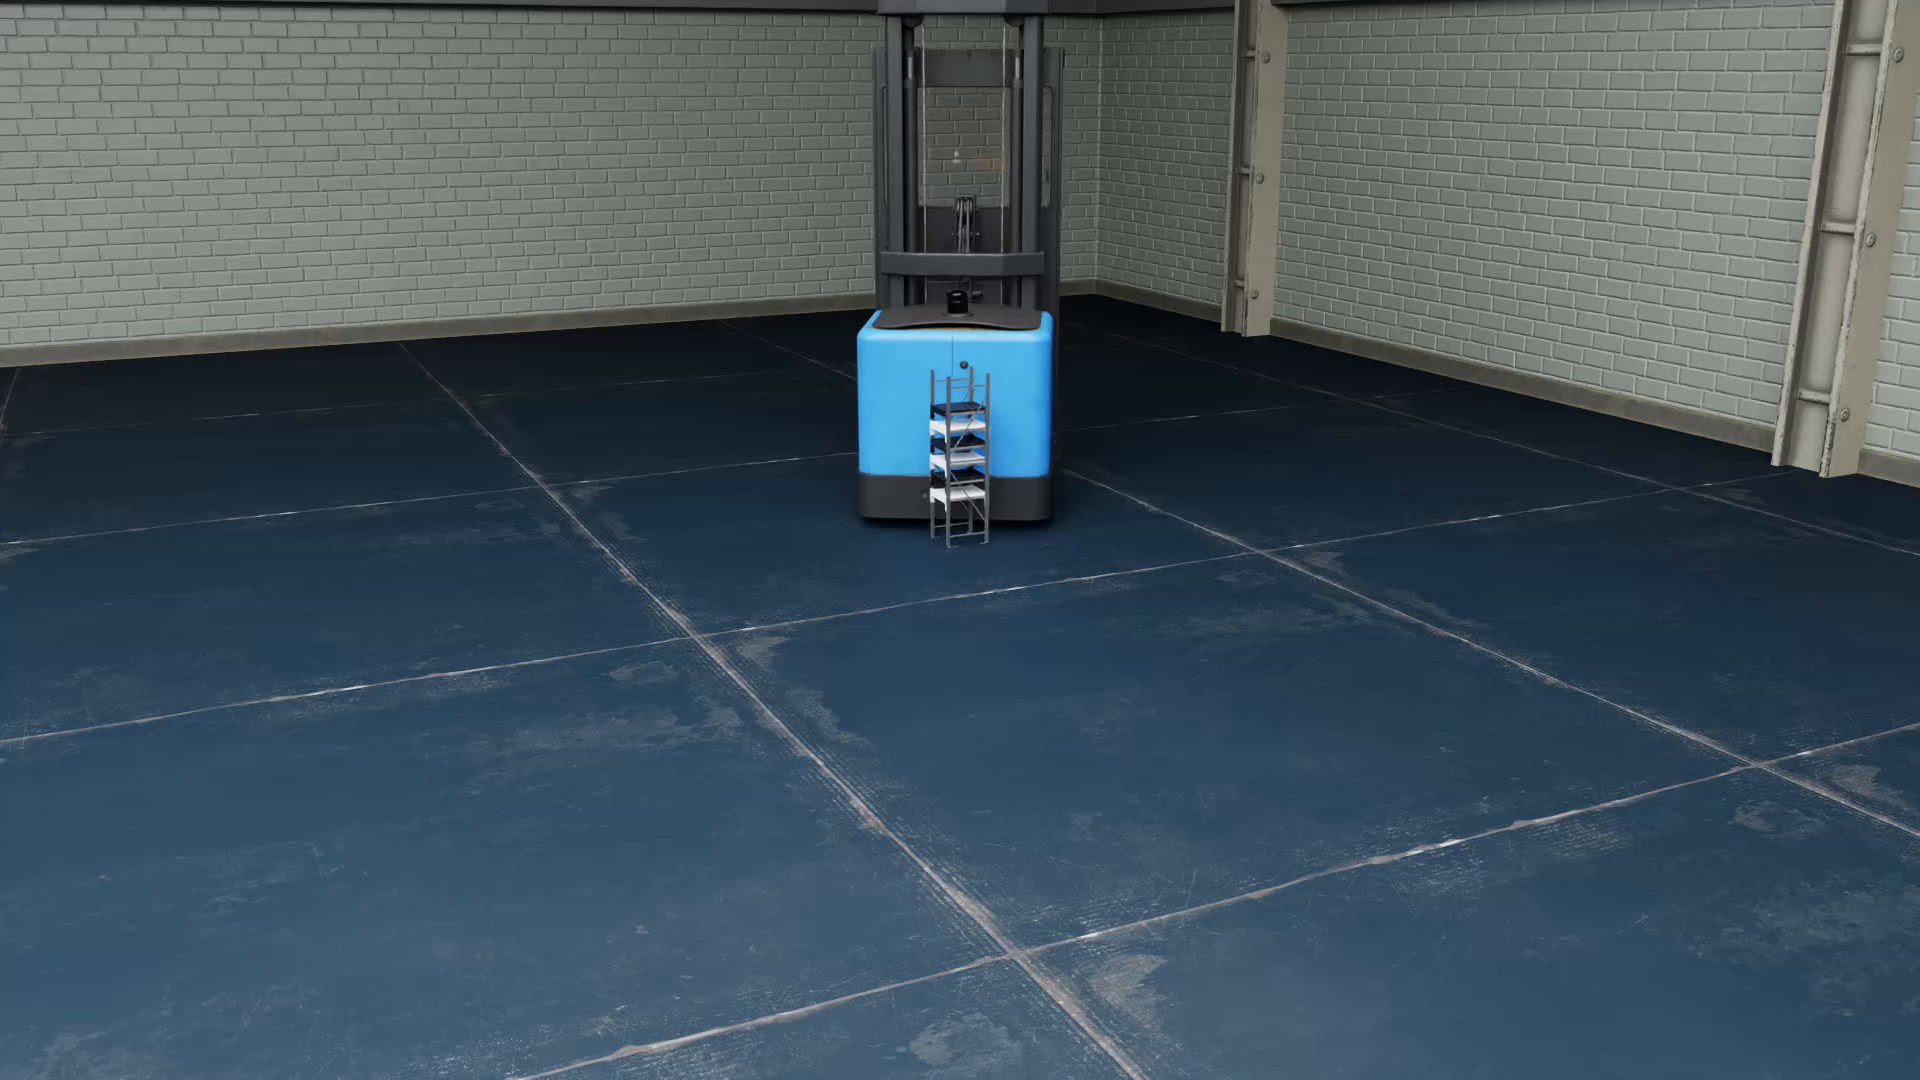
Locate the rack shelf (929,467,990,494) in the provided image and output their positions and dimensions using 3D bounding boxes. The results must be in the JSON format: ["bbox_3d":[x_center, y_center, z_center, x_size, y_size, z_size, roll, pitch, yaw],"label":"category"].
[{"bbox_3d":[-0.002,-0.309,8.640,0.258,0.077,0.200,-7,17,-23],"label":"rack shelf"}]

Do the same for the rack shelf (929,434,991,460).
[{"bbox_3d":[-0.001,-0.482,8.591,0.258,0.077,0.200,-7,17,-23],"label":"rack shelf"}]

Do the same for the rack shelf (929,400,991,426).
[{"bbox_3d":[-0.001,-0.655,8.542,0.258,0.077,0.200,-7,17,-23],"label":"rack shelf"}]

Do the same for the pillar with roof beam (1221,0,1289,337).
[{"bbox_3d":[-1.205,-5.737,12.427,9.100,9.000,0.400,-8,18,-25],"label":"pillar with roof beam"}]

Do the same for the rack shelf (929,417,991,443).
[{"bbox_3d":[-0.001,-0.568,8.566,0.258,0.077,0.200,-7,17,-23],"label":"rack shelf"}]

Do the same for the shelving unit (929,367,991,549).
[{"bbox_3d":[-0.002,-0.427,8.607,0.258,0.900,0.210,-7,17,-23],"label":"shelving unit"}]

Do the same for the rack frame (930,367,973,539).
[{"bbox_3d":[-0.043,-0.453,8.696,0.240,0.900,0.006,-7,17,-23],"label":"rack frame"}]

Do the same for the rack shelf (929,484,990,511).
[{"bbox_3d":[-0.002,-0.222,8.665,0.258,0.077,0.200,-7,17,-23],"label":"rack shelf"}]

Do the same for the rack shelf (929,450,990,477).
[{"bbox_3d":[-0.002,-0.395,8.616,0.258,0.077,0.200,-7,17,-23],"label":"rack shelf"}]

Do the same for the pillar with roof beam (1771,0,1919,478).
[{"bbox_3d":[1.423,-4.249,7.243,9.100,9.000,0.400,-8,18,-25],"label":"pillar with roof beam"}]

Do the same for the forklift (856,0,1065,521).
[{"bbox_3d":[0.061,-1.865,9.937,1.130,2.935,3.031,1,16,4],"label":"forklift"}]

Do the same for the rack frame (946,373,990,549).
[{"bbox_3d":[0.040,-0.402,8.517,0.240,0.900,0.006,-7,17,-23],"label":"rack frame"}]
